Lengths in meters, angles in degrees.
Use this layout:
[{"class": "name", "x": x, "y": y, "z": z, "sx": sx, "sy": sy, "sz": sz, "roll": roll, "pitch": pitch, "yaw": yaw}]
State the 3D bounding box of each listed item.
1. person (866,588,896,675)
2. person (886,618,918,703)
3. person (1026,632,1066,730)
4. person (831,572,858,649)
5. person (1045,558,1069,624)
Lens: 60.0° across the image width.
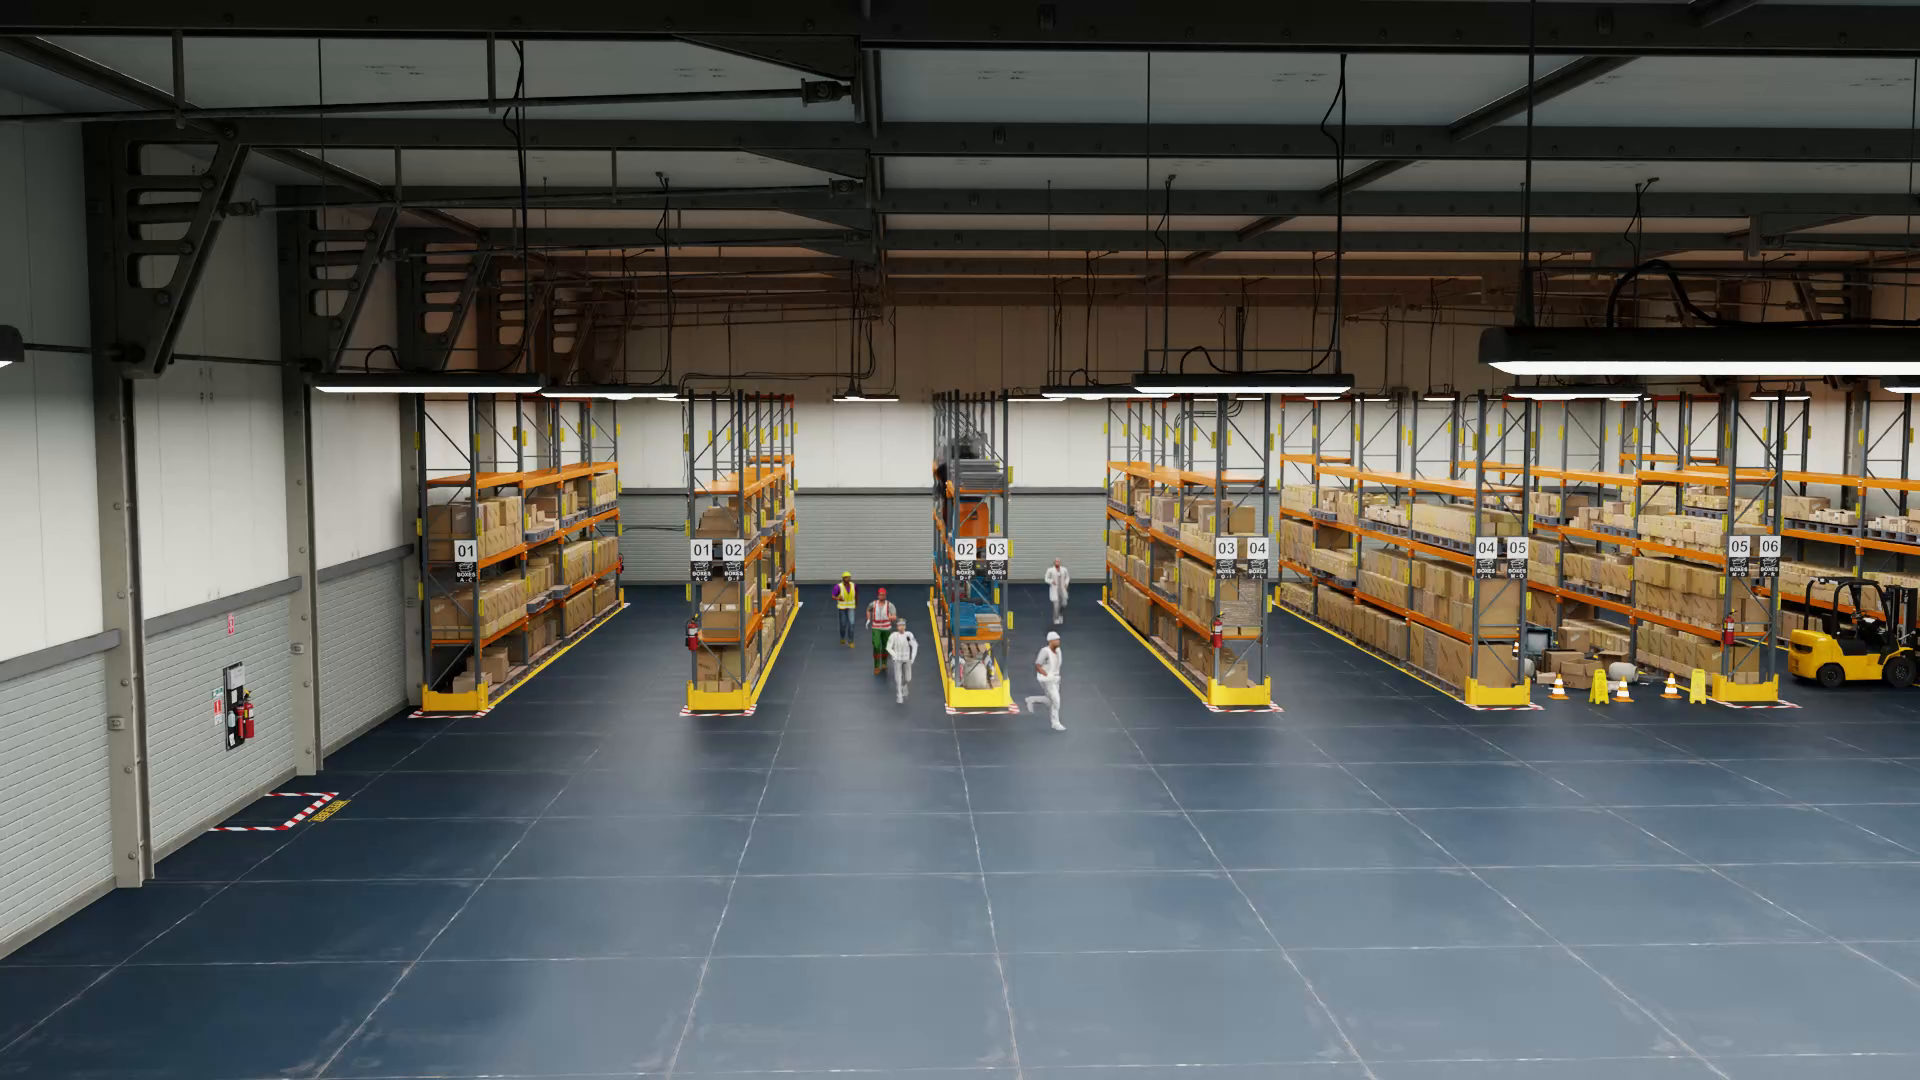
[{"class": "person", "x": -1.681, "y": 1.933, "z": 35.432, "sx": 0.650, "sy": 1.828, "sz": 0.772, "roll": 0, "pitch": 5, "yaw": -4}, {"class": "person", "x": -1.102, "y": 2.308, "z": 31.859, "sx": 0.621, "sy": 1.649, "sz": 0.560, "roll": -1, "pitch": 5, "yaw": -9}, {"class": "person", "x": 1.506, "y": 2.480, "z": 29.426, "sx": 0.792, "sy": 1.750, "sz": 0.705, "roll": 3, "pitch": 5, "yaw": 29}, {"class": "person", "x": -2.704, "y": 1.646, "z": 39.233, "sx": 0.676, "sy": 1.814, "sz": 0.788, "roll": -1, "pitch": 5, "yaw": -13}, {"class": "person", "x": 2.559, "y": 1.333, "z": 43.064, "sx": 0.698, "sy": 1.735, "sz": 0.633, "roll": -1, "pitch": 5, "yaw": -12}]
